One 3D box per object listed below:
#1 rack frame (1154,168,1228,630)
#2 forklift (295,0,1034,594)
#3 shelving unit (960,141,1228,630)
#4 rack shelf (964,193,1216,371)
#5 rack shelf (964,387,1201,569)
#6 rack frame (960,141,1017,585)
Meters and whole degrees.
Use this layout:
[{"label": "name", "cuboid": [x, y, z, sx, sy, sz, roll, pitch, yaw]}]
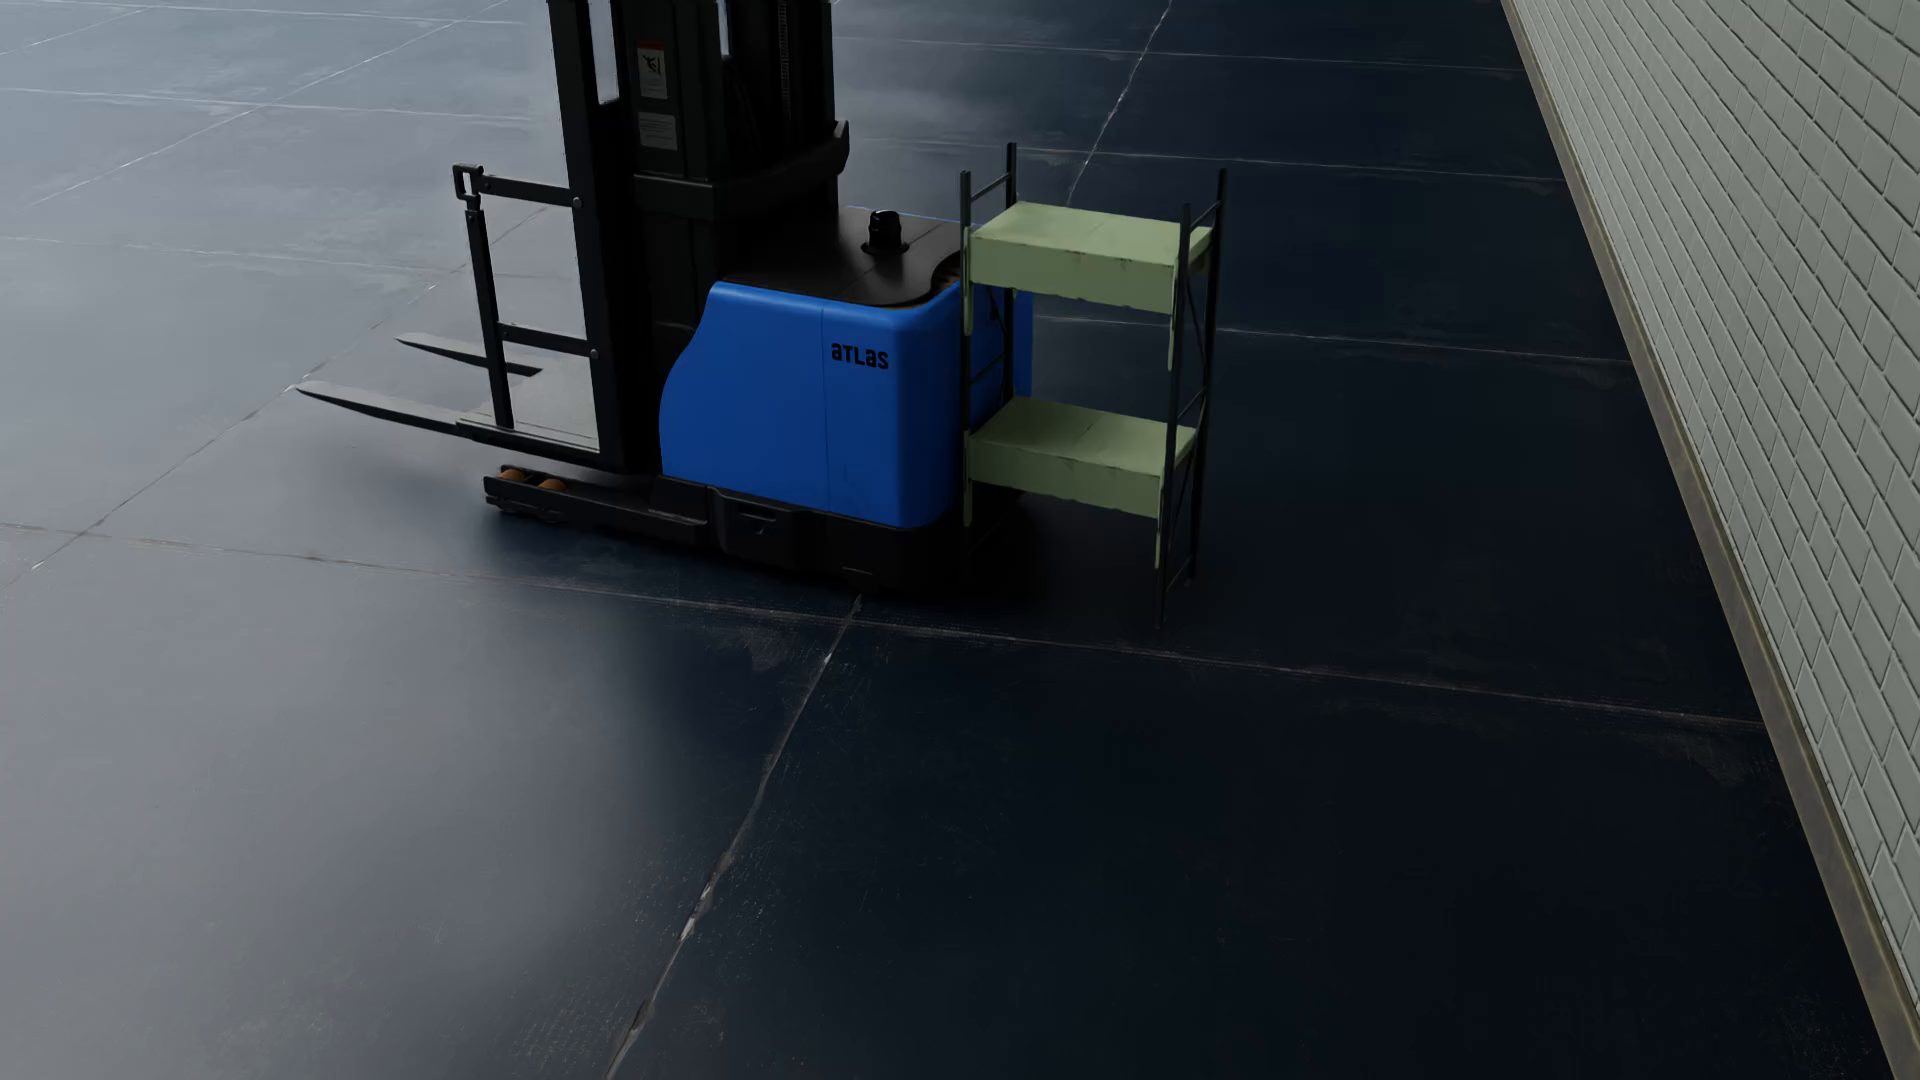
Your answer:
[{"label": "rack frame", "cuboid": [0.758, -0.437, 5.487, 0.023, 1.500, 0.400, 13, 31, 22]}, {"label": "forklift", "cuboid": [-1.271, -1.564, 6.055, 3.031, 2.935, 1.130, 13, 31, 22]}, {"label": "shelving unit", "cuboid": [0.426, -0.512, 5.623, 0.755, 1.500, 0.431, 13, 31, 22]}, {"label": "rack shelf", "cuboid": [0.426, -0.854, 5.436, 0.720, 0.370, 0.431, 13, 31, 22]}, {"label": "rack shelf", "cuboid": [0.426, -0.226, 5.780, 0.720, 0.370, 0.431, 13, 31, 22]}, {"label": "rack frame", "cuboid": [0.095, -0.587, 5.760, 0.023, 1.500, 0.400, 13, 31, 22]}]
